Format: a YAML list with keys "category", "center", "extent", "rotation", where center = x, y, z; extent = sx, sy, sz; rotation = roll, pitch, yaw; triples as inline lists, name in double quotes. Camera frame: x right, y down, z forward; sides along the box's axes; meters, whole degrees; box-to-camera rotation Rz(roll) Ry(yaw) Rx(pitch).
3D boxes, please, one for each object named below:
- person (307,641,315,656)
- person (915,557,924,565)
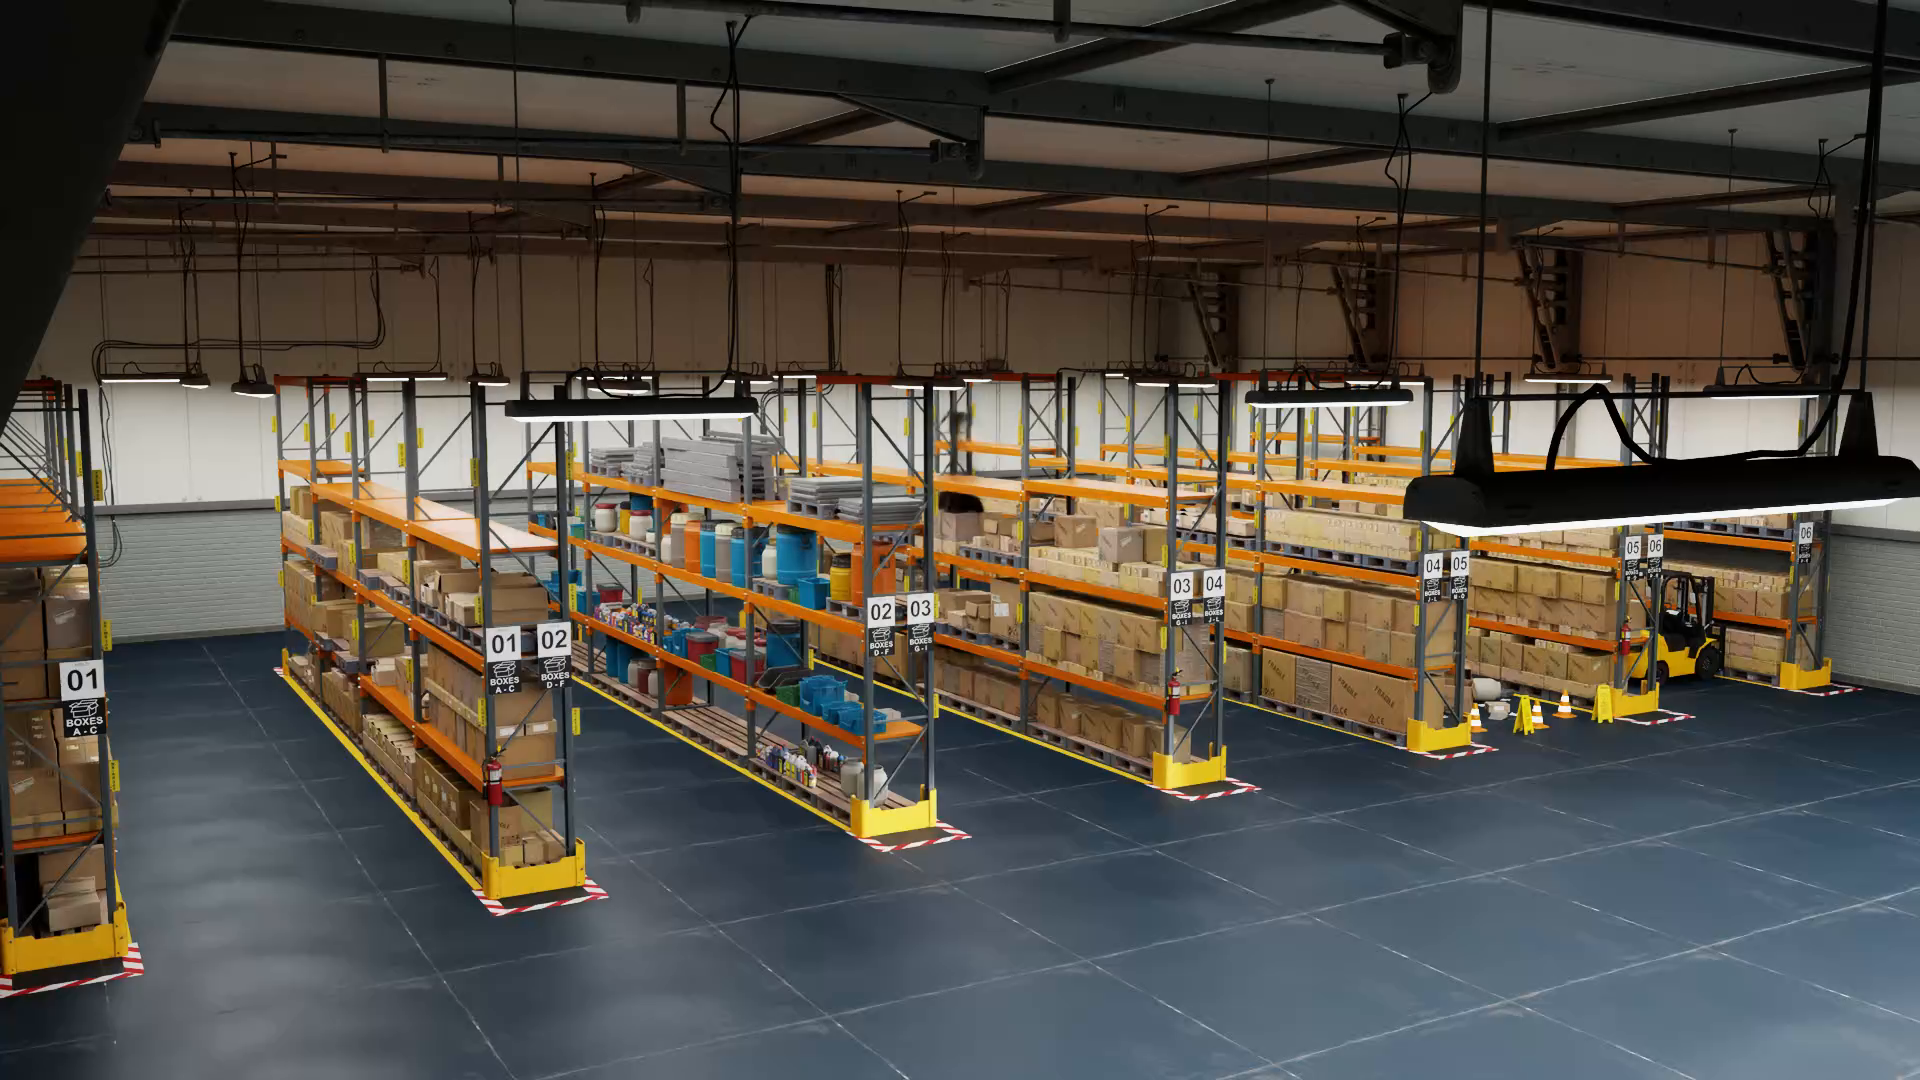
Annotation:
- category: "person"
  center: [-13.345, 1.693, 34.617]
  extent: [0.695, 1.848, 0.683]
  rotation: [1, 6, 8]
- category: "person"
  center: [-1.015, 0.959, 41.482]
  extent: [0.585, 1.687, 0.728]
  rotation: [-3, 7, -28]
